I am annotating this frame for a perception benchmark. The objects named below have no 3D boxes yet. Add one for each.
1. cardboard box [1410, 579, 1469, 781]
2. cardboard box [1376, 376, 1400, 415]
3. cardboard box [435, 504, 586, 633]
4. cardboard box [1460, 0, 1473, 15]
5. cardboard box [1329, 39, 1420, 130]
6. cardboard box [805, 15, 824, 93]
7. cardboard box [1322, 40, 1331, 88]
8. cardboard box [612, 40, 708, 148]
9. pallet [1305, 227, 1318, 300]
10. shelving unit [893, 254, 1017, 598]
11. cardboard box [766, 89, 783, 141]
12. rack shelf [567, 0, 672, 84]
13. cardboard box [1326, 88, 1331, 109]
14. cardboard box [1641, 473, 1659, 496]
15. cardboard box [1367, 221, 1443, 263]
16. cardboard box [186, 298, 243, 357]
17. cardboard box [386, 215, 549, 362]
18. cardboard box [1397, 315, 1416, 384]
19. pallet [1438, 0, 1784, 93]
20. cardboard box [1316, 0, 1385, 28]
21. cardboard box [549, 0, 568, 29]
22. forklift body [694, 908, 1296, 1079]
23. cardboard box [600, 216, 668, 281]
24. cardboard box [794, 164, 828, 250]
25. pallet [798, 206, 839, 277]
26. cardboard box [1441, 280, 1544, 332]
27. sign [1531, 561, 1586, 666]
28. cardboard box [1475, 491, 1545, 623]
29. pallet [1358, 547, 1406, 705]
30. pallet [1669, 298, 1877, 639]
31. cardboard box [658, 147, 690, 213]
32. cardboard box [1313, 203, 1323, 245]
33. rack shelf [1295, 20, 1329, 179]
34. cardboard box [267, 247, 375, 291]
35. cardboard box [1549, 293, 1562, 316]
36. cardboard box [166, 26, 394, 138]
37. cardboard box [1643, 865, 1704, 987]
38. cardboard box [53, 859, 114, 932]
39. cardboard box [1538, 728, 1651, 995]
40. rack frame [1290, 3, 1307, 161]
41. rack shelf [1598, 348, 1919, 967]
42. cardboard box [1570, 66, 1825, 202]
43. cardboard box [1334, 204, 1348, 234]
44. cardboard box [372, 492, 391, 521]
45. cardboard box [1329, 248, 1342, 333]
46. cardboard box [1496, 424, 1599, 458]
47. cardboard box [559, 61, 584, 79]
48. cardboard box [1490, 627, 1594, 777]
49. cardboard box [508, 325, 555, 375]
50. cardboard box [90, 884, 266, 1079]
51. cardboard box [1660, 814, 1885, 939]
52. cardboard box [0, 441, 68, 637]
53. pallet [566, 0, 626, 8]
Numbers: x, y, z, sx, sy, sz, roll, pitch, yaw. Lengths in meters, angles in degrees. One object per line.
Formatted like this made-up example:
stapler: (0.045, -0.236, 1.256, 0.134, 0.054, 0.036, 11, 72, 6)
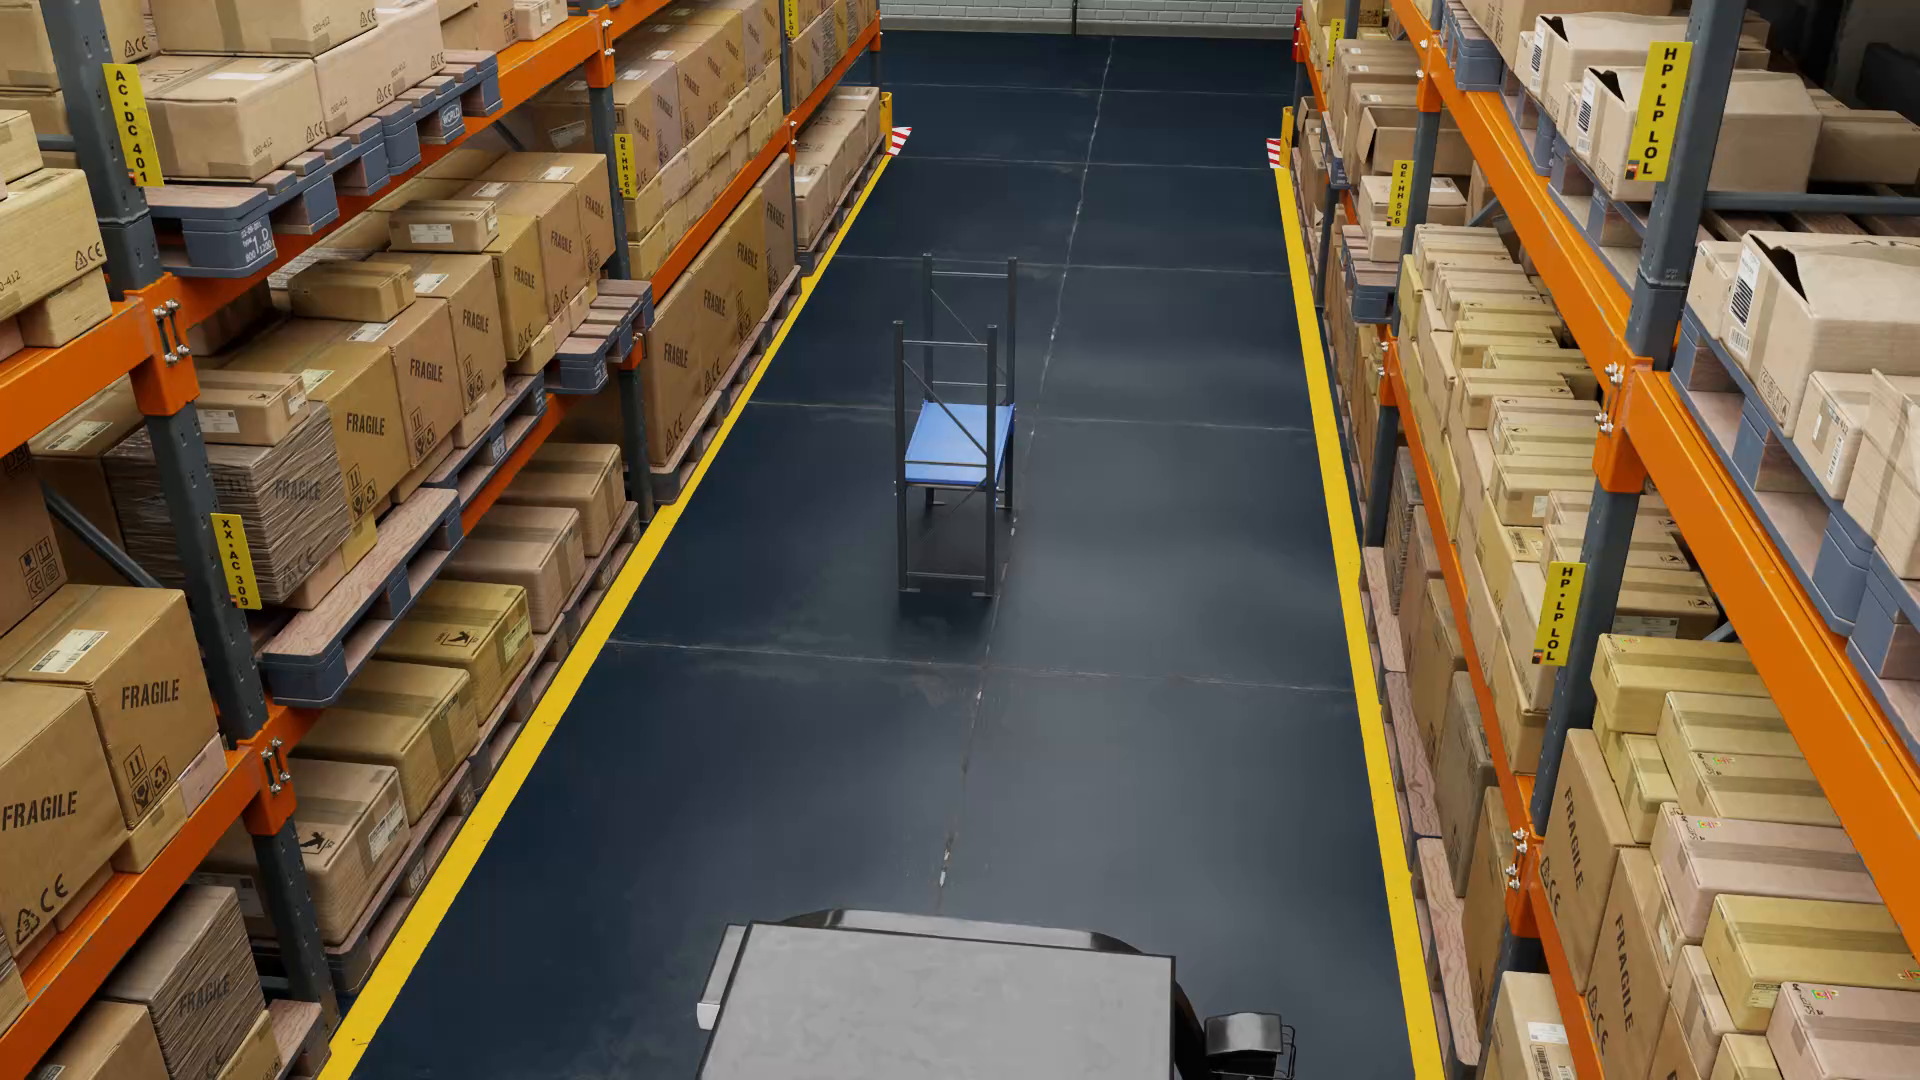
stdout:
cardboard box: (2.433, 0.602, 7.030, 0.875, 0.625, 0.625, 2, 28, 4)
cardboard box: (2.486, -0.793, 9.069, 0.380, 0.149, 0.250, 2, 28, 4)
cardboard box: (-2.411, 0.122, 8.188, 0.950, 0.372, 0.625, 3, 28, 5)
cardboard box: (2.347, -2.443, 6.805, 0.500, 0.500, 0.500, 4, 29, 7)
cardboard box: (2.886, -3.073, 11.243, 0.700, 0.500, 0.500, 4, 29, 7)
cardboard box: (-1.376, -3.832, 13.095, 0.500, 0.500, 0.500, 4, 29, 7)
cardboard box: (3.034, -3.614, 12.641, 0.500, 0.250, 0.500, 3, 29, 6)
cardboard box: (-1.817, -2.642, 9.831, 0.500, 0.500, 0.500, 4, 29, 8)
pallet: (3.252, -2.154, 13.027, 1.003, 0.211, 1.213, 3, 28, 6)
shelving unit: (-0.010, -0.620, 8.820, 0.538, 1.500, 1.048, 3, 28, 6)
cardboard box: (-1.564, -3.054, 11.914, 0.500, 0.250, 0.500, 3, 28, 5)
rack shelf: (-2.004, -3.408, 10.009, 1.077, 0.370, 4.000, 3, 28, 6)
cardboard box: (2.974, -3.361, 12.590, 0.380, 0.149, 0.250, 4, 29, 8)
cardboard box: (2.649, -0.148, 5.993, 0.500, 0.250, 0.500, 3, 28, 5)
cardboard box: (2.377, -1.582, 8.846, 0.380, 0.149, 0.250, 4, 29, 7)
cardboard box: (-2.836, -0.781, 5.991, 0.380, 0.149, 0.250, 3, 28, 5)
cardboard box: (-2.142, -1.111, 7.287, 0.500, 0.500, 0.500, 1, 28, 3)
cardboard box: (2.380, -0.915, 7.945, 0.500, 0.250, 0.500, 3, 29, 6)
pallet: (2.683, -2.089, 7.001, 1.213, 0.211, 1.003, 5, 29, 9)
cardboard box: (3.151, -4.433, 13.369, 0.500, 0.500, 0.500, 4, 29, 7)
cardboard box: (-2.080, -2.512, 7.853, 0.380, 0.149, 0.250, 3, 28, 6)
forklift body: (0.119, 1.965, 3.335, 2.313, 2.155, 1.214, 3, 28, 6)
cardboard box: (-1.940, -1.612, 9.239, 0.500, 0.250, 0.500, 3, 28, 5)
cardboard box: (-1.576, -2.692, 13.343, 0.875, 0.438, 0.875, 3, 28, 5)
pallet: (-1.589, -2.471, 13.615, 1.003, 0.211, 1.213, 3, 28, 6)
cardboard box: (2.289, -1.001, 7.156, 0.380, 0.149, 0.250, 4, 29, 7)
sign: (1.647, 0.205, 4.570, 0.100, 0.325, 0.005, 3, 28, 6)
cardboard box: (2.049, 0.064, 5.599, 0.500, 0.250, 0.500, 3, 28, 5)
pallet: (2.538, 0.437, 8.217, 1.003, 0.211, 1.213, 3, 28, 6)
pallet: (2.108, -0.172, 3.337, 1.003, 0.211, 1.213, 3, 28, 6)
cardboard box: (-1.878, -2.084, 9.587, 0.500, 0.250, 0.500, 4, 29, 7)
cardboard box: (2.988, -2.487, 13.145, 0.396, 0.266, 0.258, 4, 29, 8)
rack shelf: (3.412, -3.684, 13.683, 1.077, 0.370, 4.000, 3, 28, 6)
cardboard box: (-2.719, -0.893, 6.883, 0.500, 0.500, 0.500, 2, 28, 4)
cardboard box: (2.825, -1.093, 7.326, 0.380, 0.149, 0.250, 3, 28, 6)
cardboard box: (-2.209, -1.510, 5.443, 0.500, 0.250, 0.500, 3, 28, 6)
cardboard box: (1.749, 0.870, 3.683, 0.380, 0.149, 0.250, 4, 29, 7)
cardboard box: (-2.610, 0.936, 4.615, 0.380, 0.149, 0.250, 3, 29, 6)
cardboard box: (1.874, 0.857, 4.392, 0.500, 0.500, 0.500, 3, 28, 5)
rack frame: (3.657, -4.942, 15.260, 1.000, 3.000, 0.127, 3, 28, 6)
rack shelf: (1.942, 0.644, 2.487, 1.077, 0.370, 4.000, 3, 28, 6)
cardboard box: (2.034, -1.158, 4.620, 0.500, 0.311, 0.500, 2, 28, 5)
cardboard box: (2.859, -2.275, 11.820, 0.380, 0.149, 0.250, 5, 29, 9)
cardboard box: (-2.360, -0.151, 6.189, 0.380, 0.149, 0.250, 5, 29, 9)
cardboard box: (2.829, -1.677, 11.394, 0.500, 0.500, 0.500, 3, 28, 6)
cardboard box: (2.099, -0.282, 5.822, 0.380, 0.149, 0.250, 3, 28, 5)
cardboard box: (-2.391, -2.447, 9.471, 0.500, 0.500, 0.500, 4, 29, 7)
cardboard box: (1.989, 0.520, 5.279, 0.500, 0.250, 0.500, 4, 29, 7)
cardboard box: (-2.062, -0.869, 7.523, 0.380, 0.149, 0.250, 4, 29, 7)
cardboard box: (-2.546, 1.410, 5.136, 0.500, 0.500, 0.500, 3, 28, 5)
cardboard box: (1.755, 0.743, 3.605, 0.380, 0.149, 0.250, 4, 29, 7)
cardboard box: (-3.009, -0.001, 4.615, 0.700, 0.500, 0.500, 3, 28, 6)
pallet: (-2.223, -3.006, 8.704, 1.213, 0.211, 1.003, 5, 29, 9)
